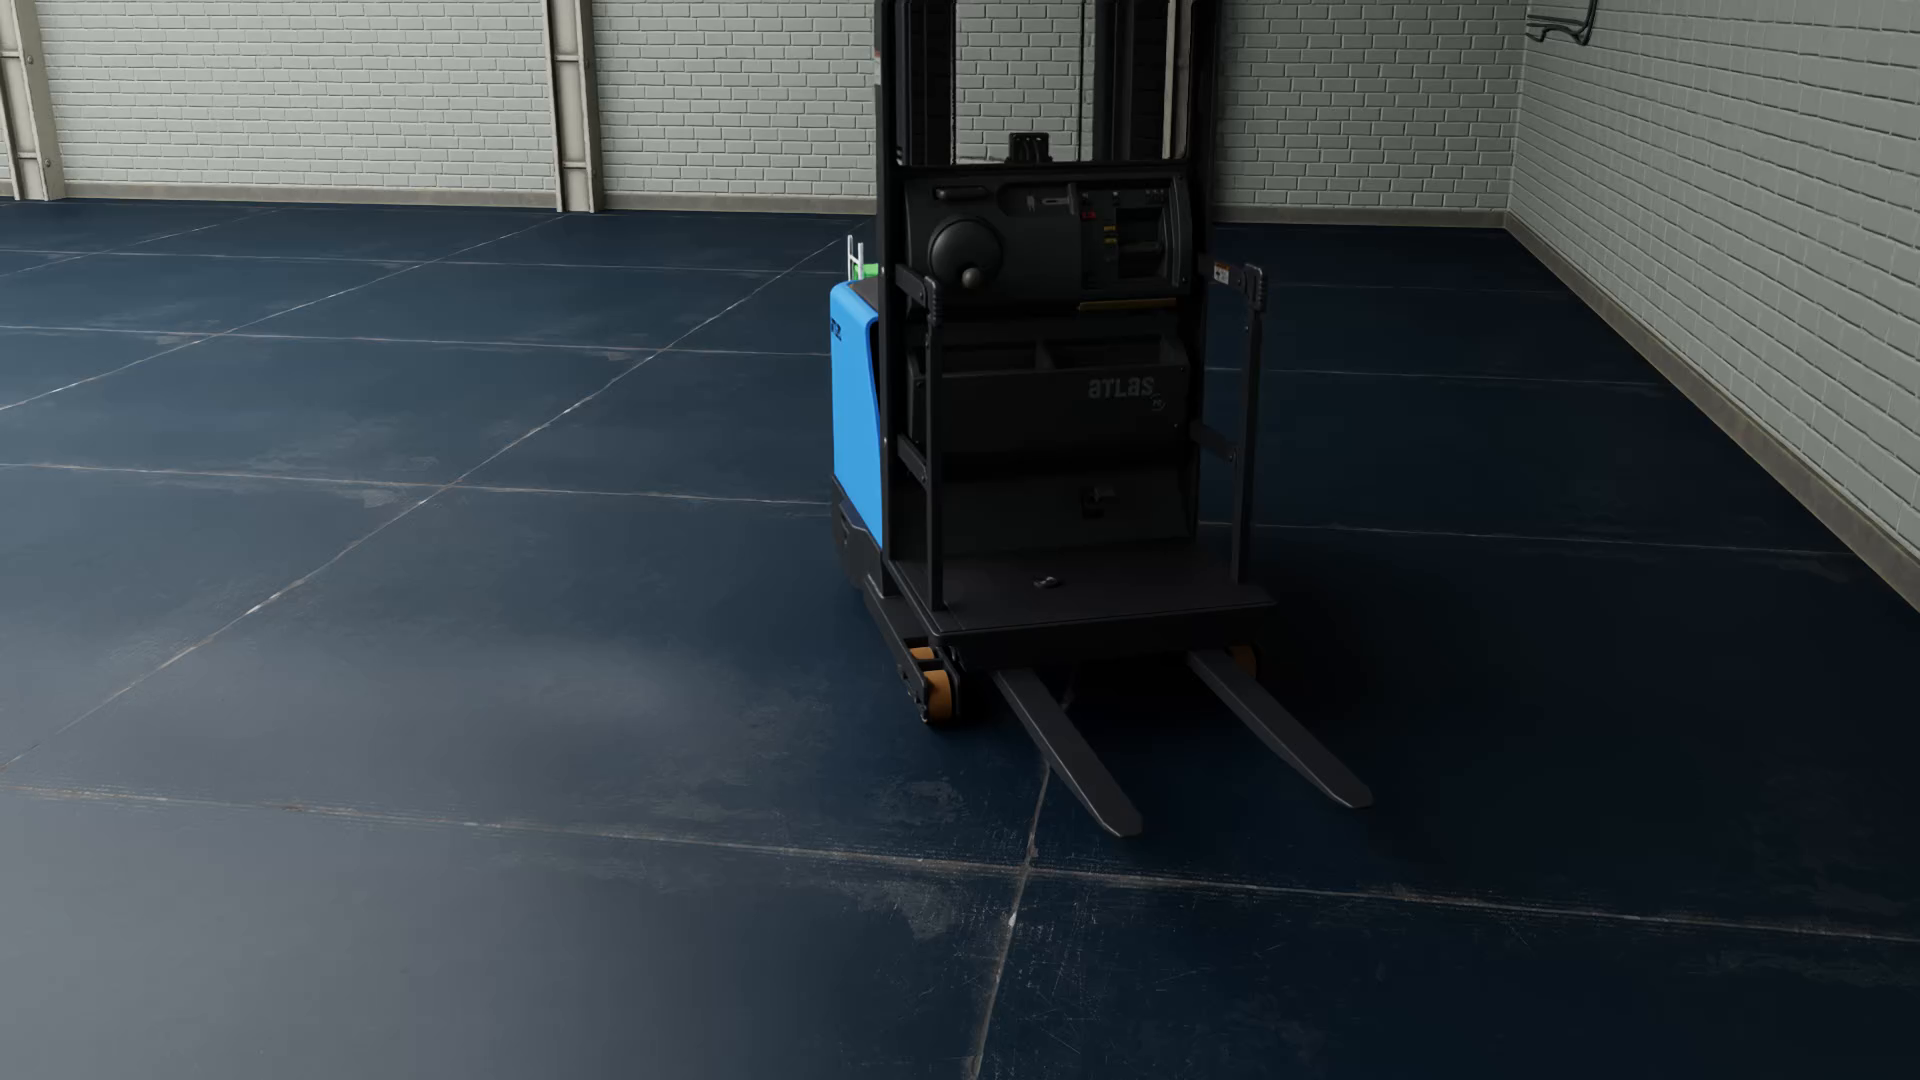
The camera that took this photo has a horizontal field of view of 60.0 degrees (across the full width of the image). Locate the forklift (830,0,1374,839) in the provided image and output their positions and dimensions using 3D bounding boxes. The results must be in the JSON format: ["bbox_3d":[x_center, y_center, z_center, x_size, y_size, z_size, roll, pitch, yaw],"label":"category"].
[{"bbox_3d":[0.339,-0.960,5.053,1.130,2.935,3.031,-5,19,-13],"label":"forklift"}]

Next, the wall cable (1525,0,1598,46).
[{"bbox_3d":[4.818,-5.245,13.192,0.112,2.526,3.097,3,19,9],"label":"wall cable"}]

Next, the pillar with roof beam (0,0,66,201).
[{"bbox_3d":[-10.412,-6.536,12.155,0.400,9.000,9.100,3,19,9],"label":"pillar with roof beam"}]

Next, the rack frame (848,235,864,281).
[{"bbox_3d":[-0.414,-0.621,6.768,0.015,1.200,0.240,-5,19,-14],"label":"rack frame"}]

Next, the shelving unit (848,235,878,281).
[{"bbox_3d":[-0.178,-0.640,6.826,0.503,1.200,0.258,-5,19,-14],"label":"shelving unit"}]

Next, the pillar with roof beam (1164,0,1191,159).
[{"bbox_3d":[1.436,-5.932,10.350,0.400,9.000,9.100,3,19,9],"label":"pillar with roof beam"}]

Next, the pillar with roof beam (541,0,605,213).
[{"bbox_3d":[-4.488,-6.234,11.252,0.400,9.000,9.100,3,19,9],"label":"pillar with roof beam"}]

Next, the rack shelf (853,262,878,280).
[{"bbox_3d":[-0.178,-1.035,6.694,0.480,0.148,0.258,-5,19,-14],"label":"rack shelf"}]
